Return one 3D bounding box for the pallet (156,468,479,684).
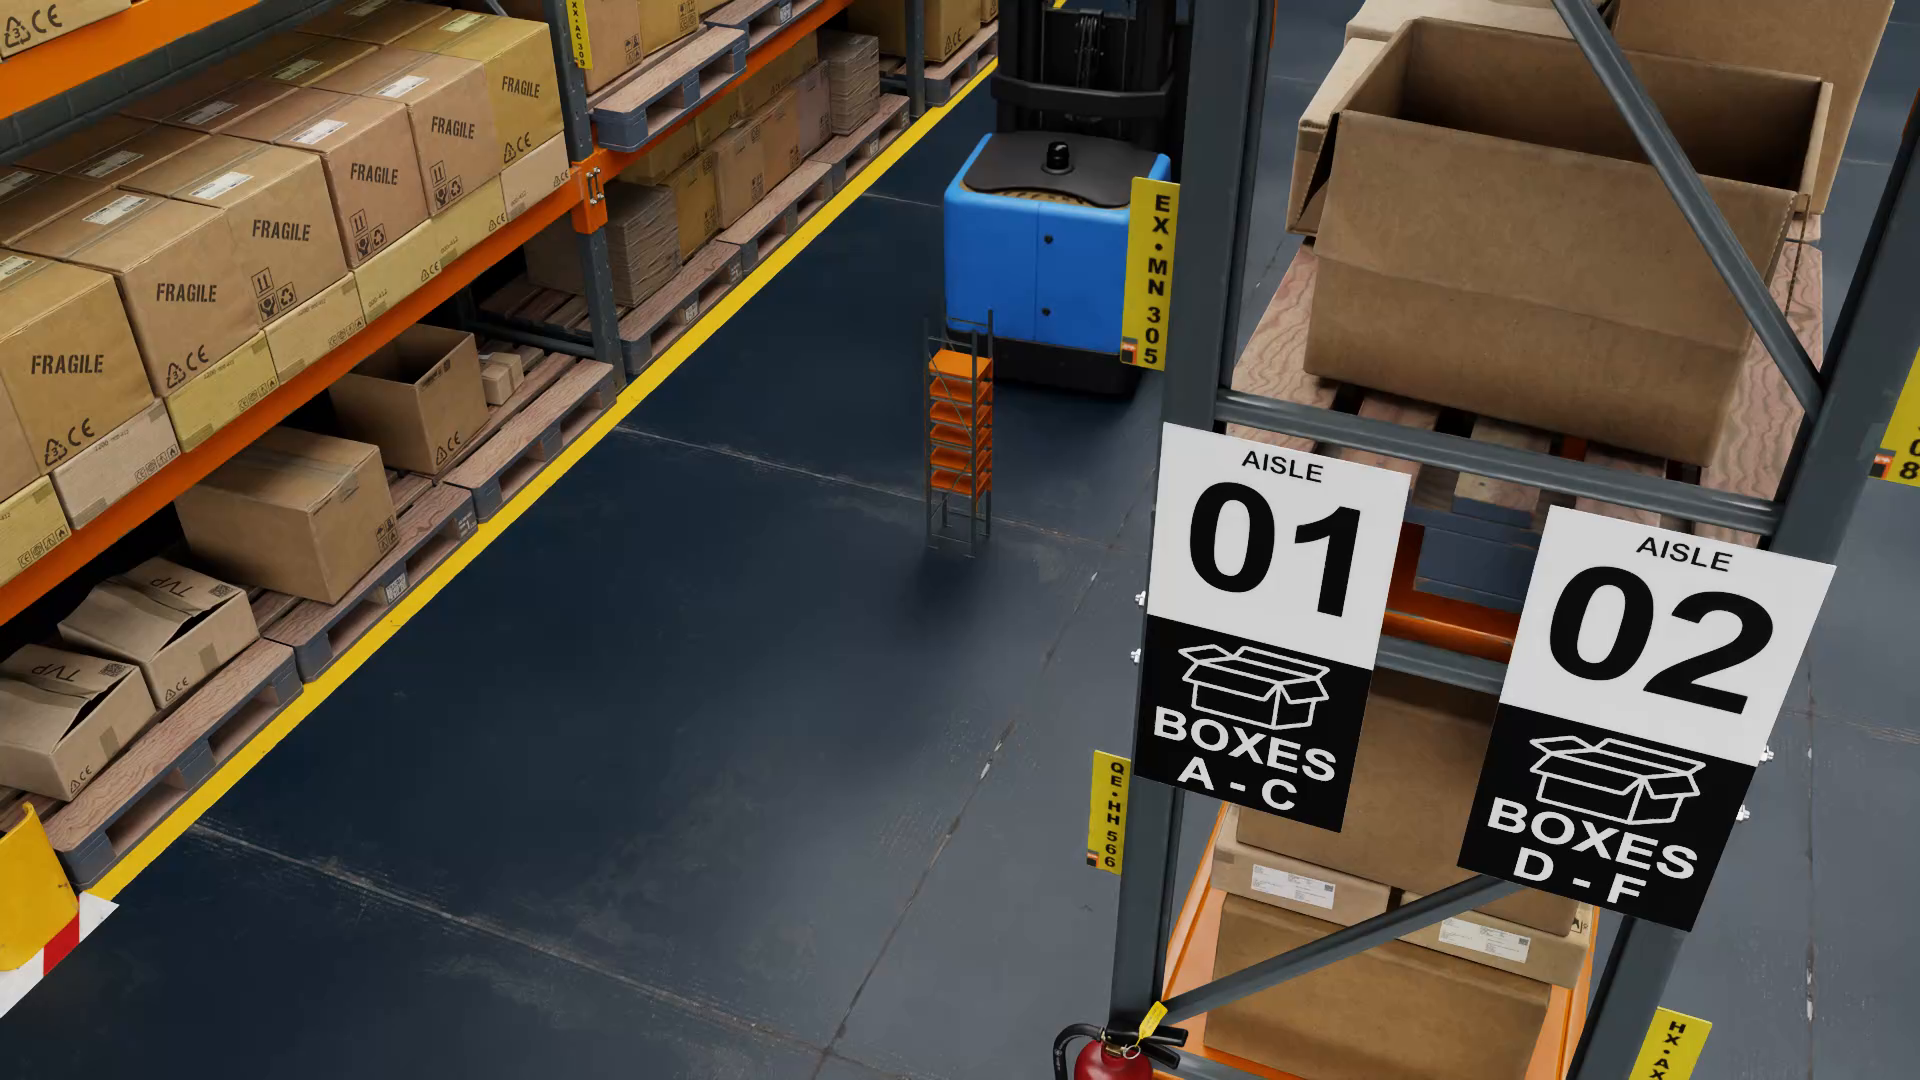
[{"bbox_3d":[-2.940,0.077,7.470,1.003,0.211,1.213,14,39,18],"label":"pallet"}]

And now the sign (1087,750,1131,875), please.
[{"bbox_3d":[0.309,0.554,3.339,0.100,0.325,0.005,14,39,18],"label":"sign"}]

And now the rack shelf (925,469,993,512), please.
[{"bbox_3d":[-0.006,-0.245,7.550,0.258,0.103,0.180,14,39,18],"label":"rack shelf"}]

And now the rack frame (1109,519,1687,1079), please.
[{"bbox_3d":[0.806,1.244,3.581,1.000,3.000,0.127,14,39,18],"label":"rack frame"}]

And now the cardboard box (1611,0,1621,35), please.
[{"bbox_3d":[1.585,-1.555,4.266,0.797,0.503,0.637,18,40,23],"label":"cardboard box"}]

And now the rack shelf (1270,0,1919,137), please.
[{"bbox_3d":[1.567,-1.818,3.601,1.077,0.370,4.000,14,39,18],"label":"rack shelf"}]

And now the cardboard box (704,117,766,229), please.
[{"bbox_3d":[-1.608,-2.254,9.981,0.700,0.500,0.500,14,39,18],"label":"cardboard box"}]

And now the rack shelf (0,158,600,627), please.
[{"bbox_3d":[-3.016,-0.702,6.784,1.077,0.370,4.000,14,39,18],"label":"rack shelf"}]

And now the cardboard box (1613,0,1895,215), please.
[{"bbox_3d":[1.691,-1.079,3.632,0.500,0.500,0.500,14,39,18],"label":"cardboard box"}]

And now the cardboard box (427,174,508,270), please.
[{"bbox_3d":[-2.352,-1.440,7.280,0.500,0.250,0.500,14,39,18],"label":"cardboard box"}]

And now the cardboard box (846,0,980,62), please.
[{"bbox_3d":[-0.331,-3.996,12.036,0.750,0.750,0.750,13,39,17],"label":"cardboard box"}]

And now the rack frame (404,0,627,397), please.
[{"bbox_3d":[-2.255,-2.097,8.051,1.000,3.000,0.127,14,39,18],"label":"rack frame"}]

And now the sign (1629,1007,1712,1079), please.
[{"bbox_3d":[1.317,0.995,3.124,0.100,0.325,0.005,14,39,18],"label":"sign"}]

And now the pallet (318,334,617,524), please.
[{"bbox_3d":[-2.477,-0.601,8.377,1.003,0.211,1.213,14,39,18],"label":"pallet"}]

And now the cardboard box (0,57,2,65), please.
[{"bbox_3d":[-3.181,-1.550,4.712,0.500,0.500,0.500,16,40,21],"label":"cardboard box"}]

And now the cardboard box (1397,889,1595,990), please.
[{"bbox_3d":[1.154,0.776,3.582,0.380,0.149,0.250,14,39,17],"label":"cardboard box"}]

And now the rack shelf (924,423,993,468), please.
[{"bbox_3d":[-0.006,-0.437,7.407,0.258,0.103,0.180,14,39,18],"label":"rack shelf"}]

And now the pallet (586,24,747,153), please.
[{"bbox_3d":[-1.829,-2.411,8.630,1.003,0.211,1.213,14,39,18],"label":"pallet"}]

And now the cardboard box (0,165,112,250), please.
[{"bbox_3d":[-3.400,-1.004,6.070,0.500,0.500,0.500,13,39,17],"label":"cardboard box"}]

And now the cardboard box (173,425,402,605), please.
[{"bbox_3d":[-2.888,-0.131,7.140,0.700,0.500,0.500,11,38,15],"label":"cardboard box"}]

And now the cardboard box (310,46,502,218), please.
[{"bbox_3d":[-2.333,-1.736,7.049,0.500,0.500,0.500,14,39,17],"label":"cardboard box"}]

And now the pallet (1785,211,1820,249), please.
[{"bbox_3d":[1.562,-0.986,4.132,1.003,0.211,1.213,14,39,18],"label":"pallet"}]

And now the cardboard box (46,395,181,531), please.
[{"bbox_3d":[-3.113,-0.319,5.780,0.500,0.250,0.500,13,39,16],"label":"cardboard box"}]

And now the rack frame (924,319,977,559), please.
[{"bbox_3d":[-0.040,-0.422,7.312,0.240,1.200,0.006,14,39,18],"label":"rack frame"}]

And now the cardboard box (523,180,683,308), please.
[{"bbox_3d":[-1.990,-1.684,9.218,0.700,0.500,0.500,15,39,19],"label":"cardboard box"}]

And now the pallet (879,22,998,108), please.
[{"bbox_3d":[-0.363,-3.614,12.409,1.003,0.211,1.213,14,39,18],"label":"pallet"}]

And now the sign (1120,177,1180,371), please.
[{"bbox_3d":[0.309,-0.412,2.617,0.100,0.325,0.005,14,39,18],"label":"sign"}]

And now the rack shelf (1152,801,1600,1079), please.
[{"bbox_3d":[1.567,0.424,5.278,1.077,0.370,4.000,14,39,18],"label":"rack shelf"}]

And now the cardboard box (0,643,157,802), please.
[{"bbox_3d":[-3.430,0.655,6.246,0.500,0.311,0.500,10,38,13],"label":"cardboard box"}]

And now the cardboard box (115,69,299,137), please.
[{"bbox_3d":[-3.022,-1.573,6.831,0.500,0.500,0.500,15,39,19],"label":"cardboard box"}]

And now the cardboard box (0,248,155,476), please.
[{"bbox_3d":[-3.120,-0.598,5.527,0.500,0.500,0.500,14,39,18],"label":"cardboard box"}]

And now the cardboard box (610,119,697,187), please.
[{"bbox_3d":[-1.825,-2.229,9.320,0.500,0.250,0.500,13,39,17],"label":"cardboard box"}]

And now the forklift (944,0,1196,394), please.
[{"bbox_3d":[0.810,-2.814,9.067,1.130,2.935,3.031,10,38,13],"label":"forklift"}]

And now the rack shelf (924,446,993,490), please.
[{"bbox_3d":[-0.006,-0.341,7.479,0.258,0.103,0.180,14,39,18],"label":"rack shelf"}]

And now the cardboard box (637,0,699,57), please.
[{"bbox_3d":[-1.810,-2.895,8.667,0.700,0.500,0.500,18,40,22],"label":"cardboard box"}]

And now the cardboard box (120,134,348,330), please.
[{"bbox_3d":[-2.732,-1.171,6.294,0.500,0.500,0.500,15,39,19],"label":"cardboard box"}]

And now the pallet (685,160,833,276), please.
[{"bbox_3d":[-1.497,-2.090,10.369,1.003,0.211,1.213,14,39,18],"label":"pallet"}]

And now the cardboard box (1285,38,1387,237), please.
[{"bbox_3d":[1.000,-0.820,3.493,0.500,0.250,0.500,14,39,18],"label":"cardboard box"}]

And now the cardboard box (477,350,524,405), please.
[{"bbox_3d":[-2.430,-0.836,8.362,0.380,0.166,0.250,9,38,12],"label":"cardboard box"}]

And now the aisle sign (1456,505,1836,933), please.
[{"bbox_3d":[1.064,0.309,2.660,0.394,0.787,0.004,14,39,18],"label":"aisle sign"}]

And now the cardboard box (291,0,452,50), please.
[{"bbox_3d":[-2.627,-2.133,7.580,0.500,0.500,0.500,13,39,17],"label":"cardboard box"}]

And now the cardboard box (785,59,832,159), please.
[{"bbox_3d":[-1.262,-2.818,10.735,0.700,0.500,0.500,14,39,18],"label":"cardboard box"}]

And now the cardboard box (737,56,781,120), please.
[{"bbox_3d":[-1.424,-2.790,10.071,0.500,0.250,0.500,14,39,18],"label":"cardboard box"}]

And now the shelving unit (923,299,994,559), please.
[{"bbox_3d":[-0.006,-0.473,7.380,0.258,1.200,0.189,14,39,18],"label":"shelving unit"}]

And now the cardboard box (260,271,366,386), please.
[{"bbox_3d":[-2.719,-0.879,6.530,0.500,0.250,0.500,14,39,18],"label":"cardboard box"}]

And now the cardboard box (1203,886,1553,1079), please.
[{"bbox_3d":[0.995,0.948,3.893,0.700,0.500,0.500,14,39,18],"label":"cardboard box"}]
